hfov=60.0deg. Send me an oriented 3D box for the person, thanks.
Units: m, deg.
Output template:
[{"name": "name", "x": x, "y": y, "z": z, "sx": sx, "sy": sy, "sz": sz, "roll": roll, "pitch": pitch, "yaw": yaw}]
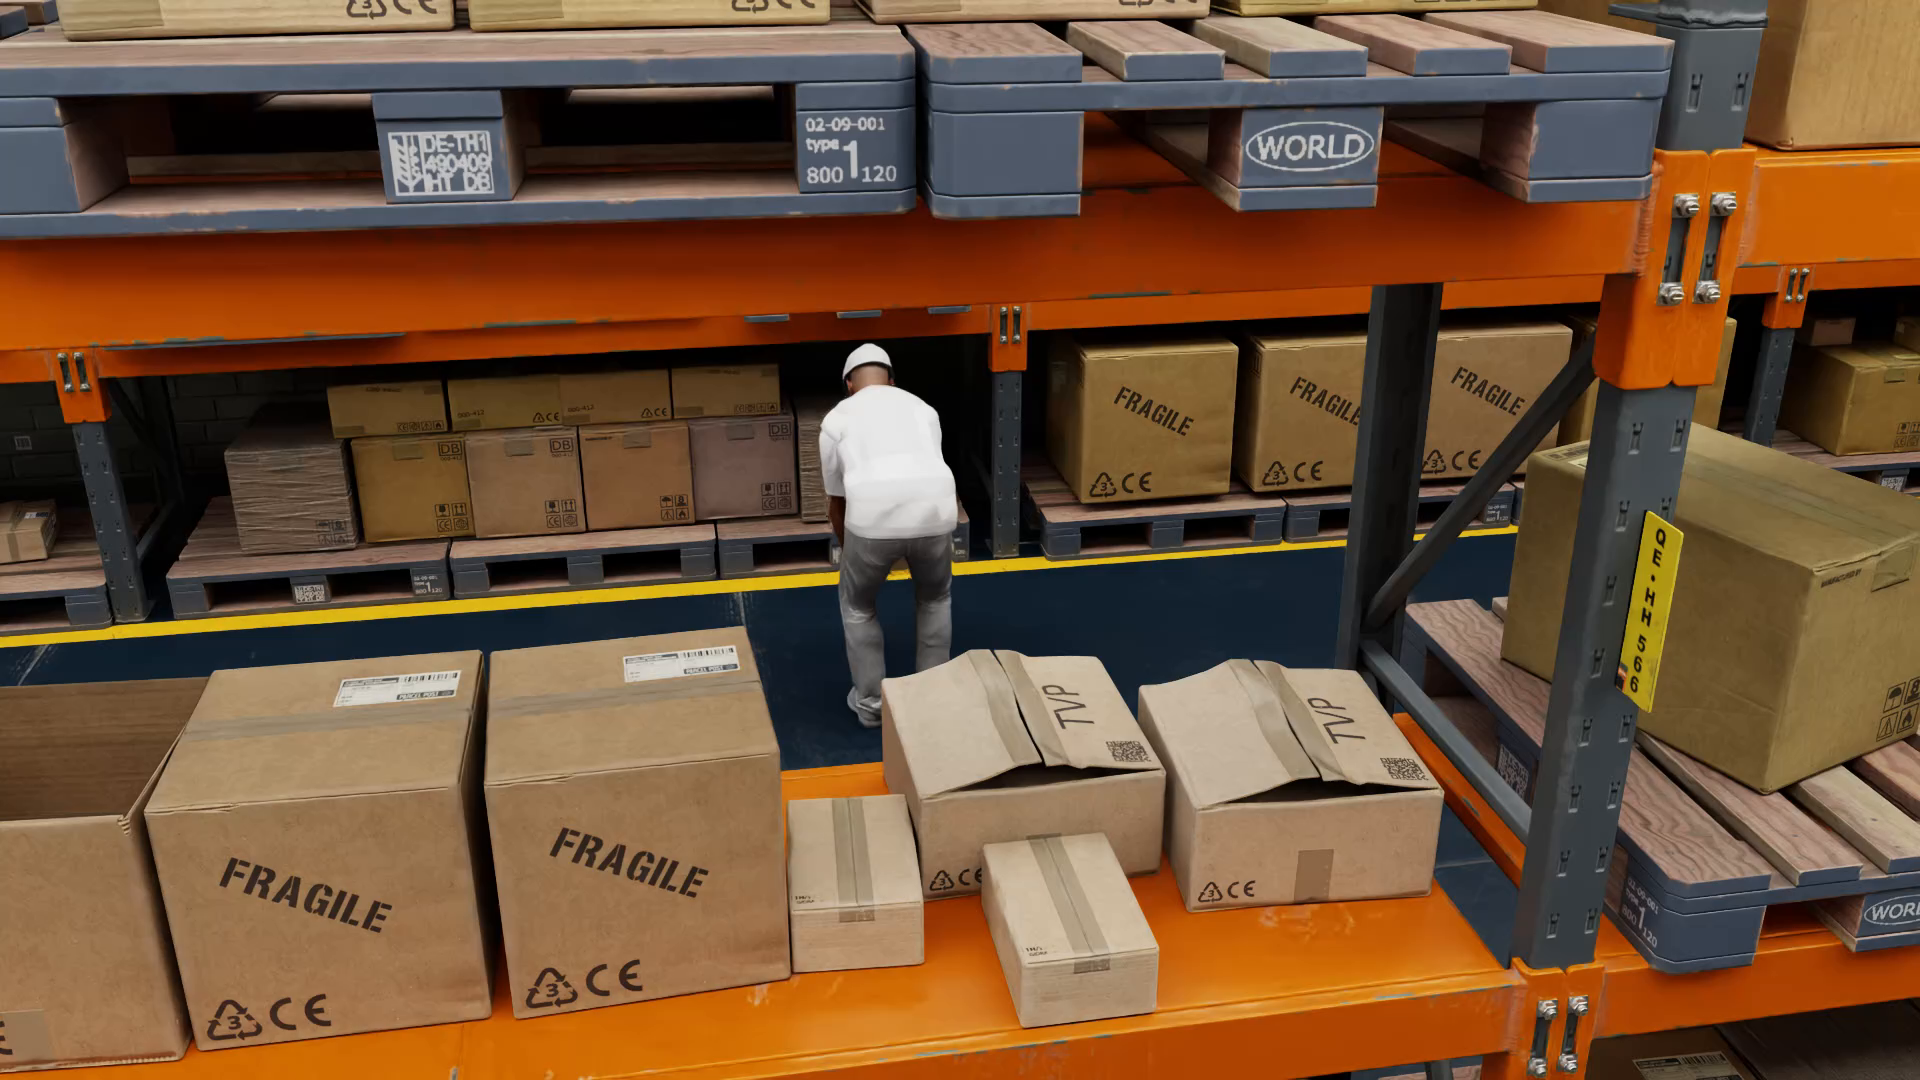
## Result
[{"name": "person", "x": -0.297, "y": -0.023, "z": 6.613, "sx": 0.490, "sy": 1.376, "sz": 0.898, "roll": -5, "pitch": 24, "yaw": -11}]
